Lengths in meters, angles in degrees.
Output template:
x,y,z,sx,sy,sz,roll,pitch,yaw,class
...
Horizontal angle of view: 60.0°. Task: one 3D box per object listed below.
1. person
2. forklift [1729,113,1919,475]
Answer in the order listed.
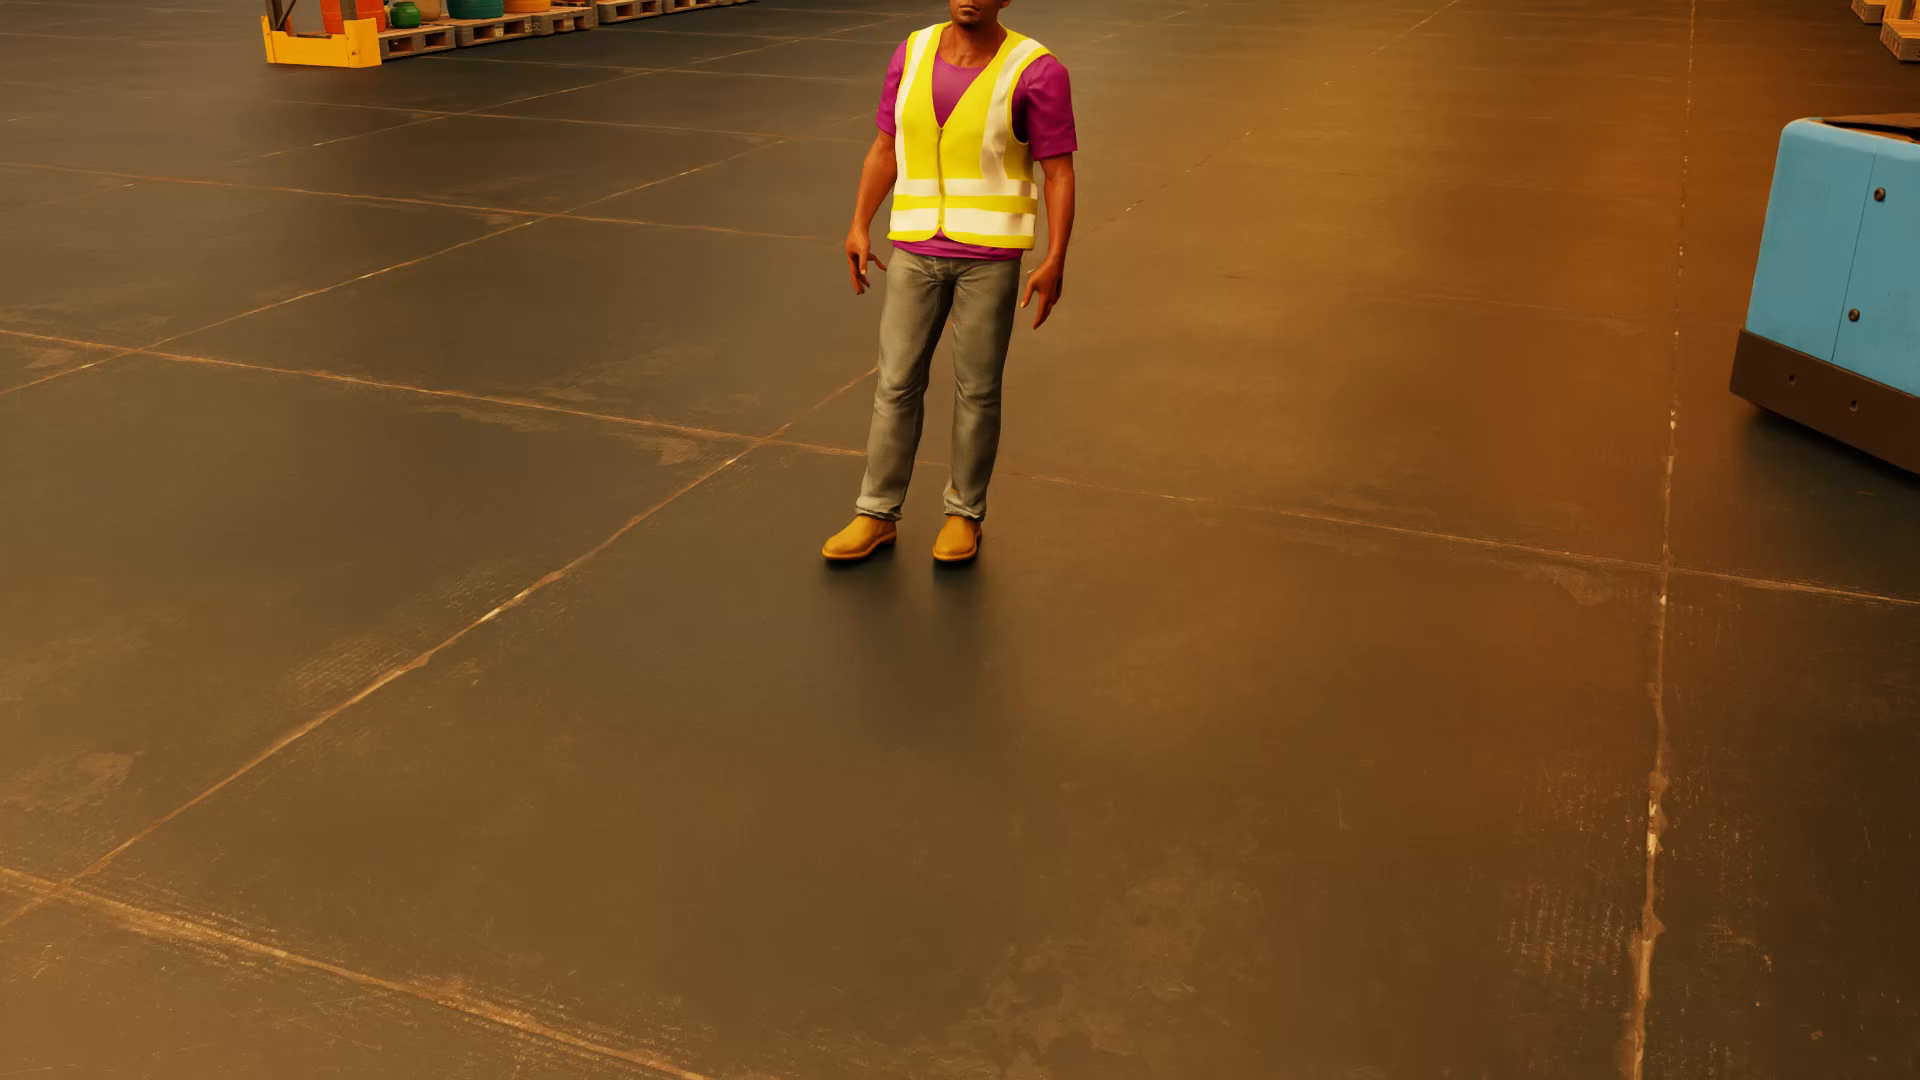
x,y,z,sx,sy,sz,roll,pitch,yaw,class
-0.032,-0.797,4.692,0.665,1.768,0.575,9,24,21,person
4.462,-1.817,5.640,3.031,2.935,1.130,-6,23,-13,forklift
